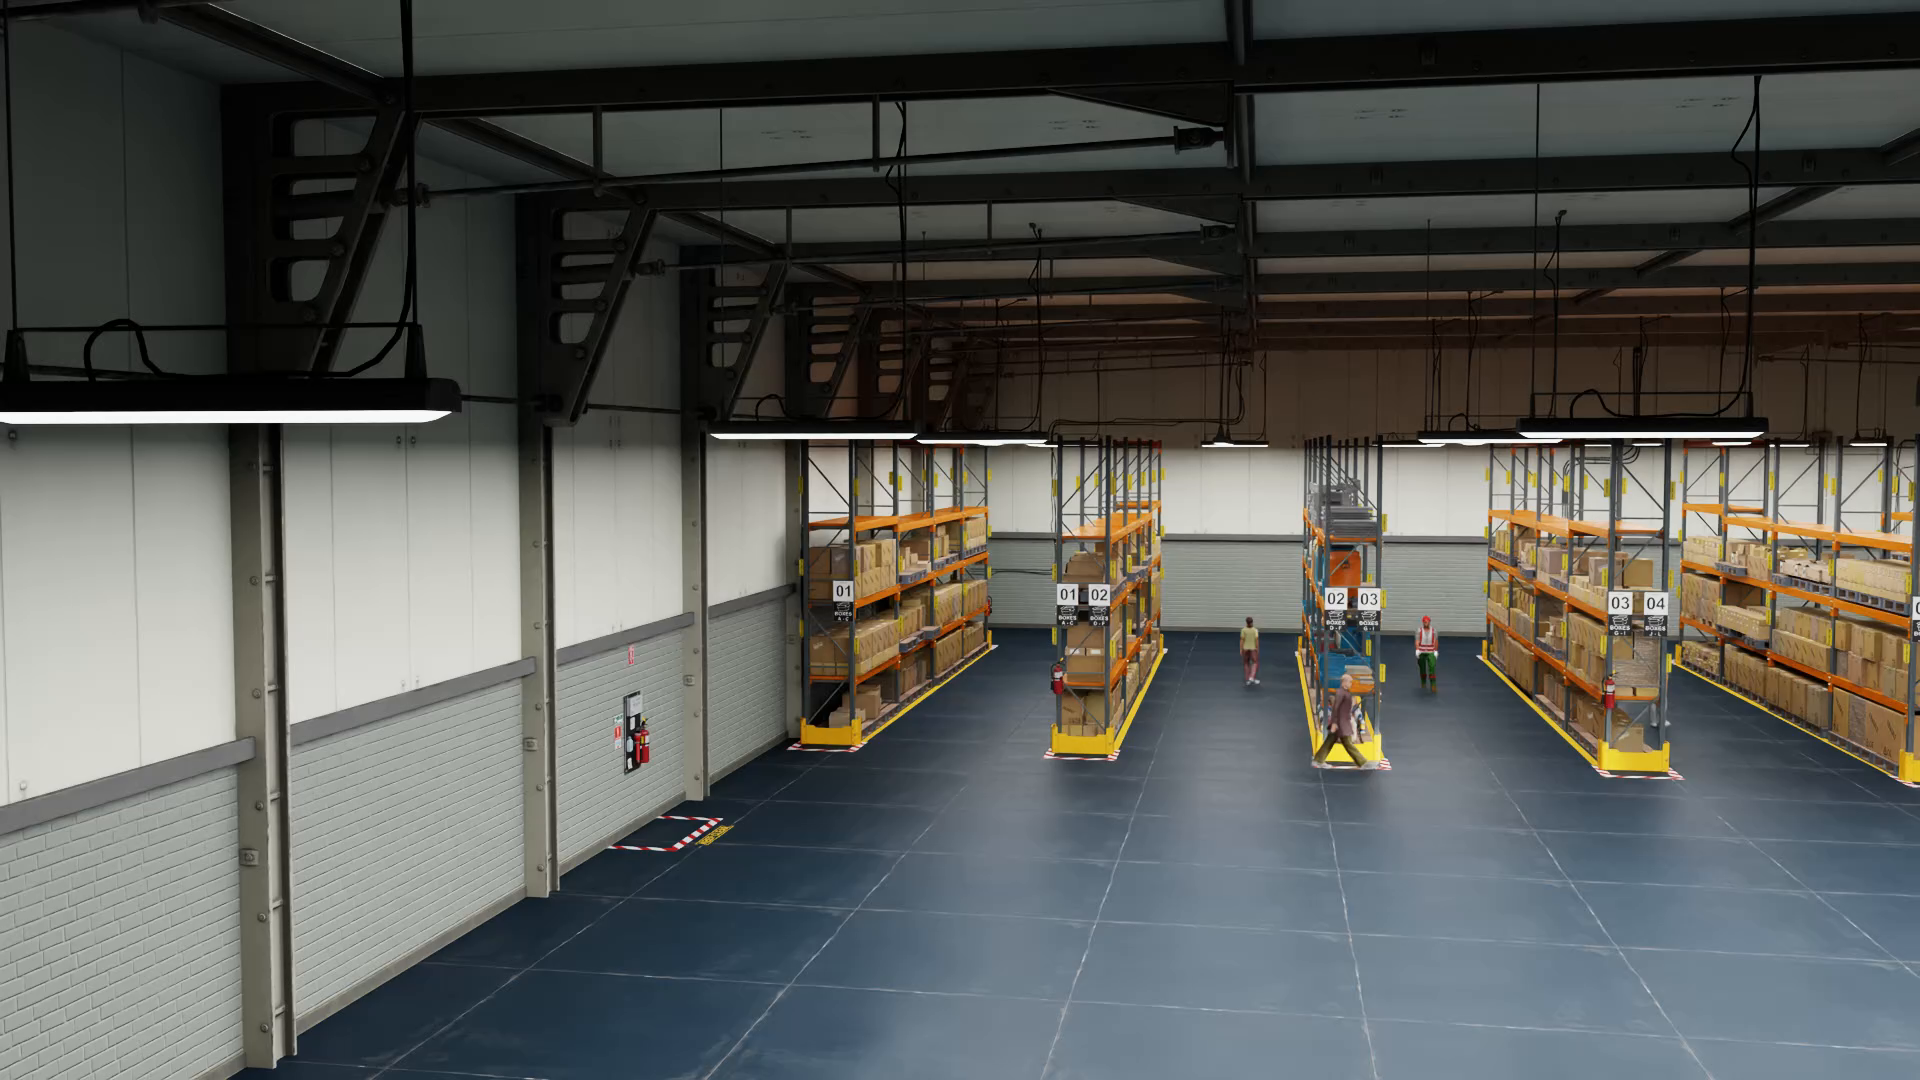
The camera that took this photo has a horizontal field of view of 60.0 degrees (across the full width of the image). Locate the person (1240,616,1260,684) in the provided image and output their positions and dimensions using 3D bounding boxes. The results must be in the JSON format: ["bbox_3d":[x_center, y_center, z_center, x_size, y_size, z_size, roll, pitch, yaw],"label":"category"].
[{"bbox_3d":[7.075,2.701,40.582,0.490,1.667,0.527,1,3,12],"label":"person"}]

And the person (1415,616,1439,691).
[{"bbox_3d":[11.095,2.679,39.541,0.547,1.744,0.919,1,3,16],"label":"person"}]

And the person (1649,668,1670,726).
[{"bbox_3d":[14.443,3.031,34.418,0.479,1.669,0.522,1,3,14],"label":"person"}]

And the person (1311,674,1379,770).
[{"bbox_3d":[6.854,3.240,29.606,1.165,1.713,0.583,1,3,12],"label":"person"}]
